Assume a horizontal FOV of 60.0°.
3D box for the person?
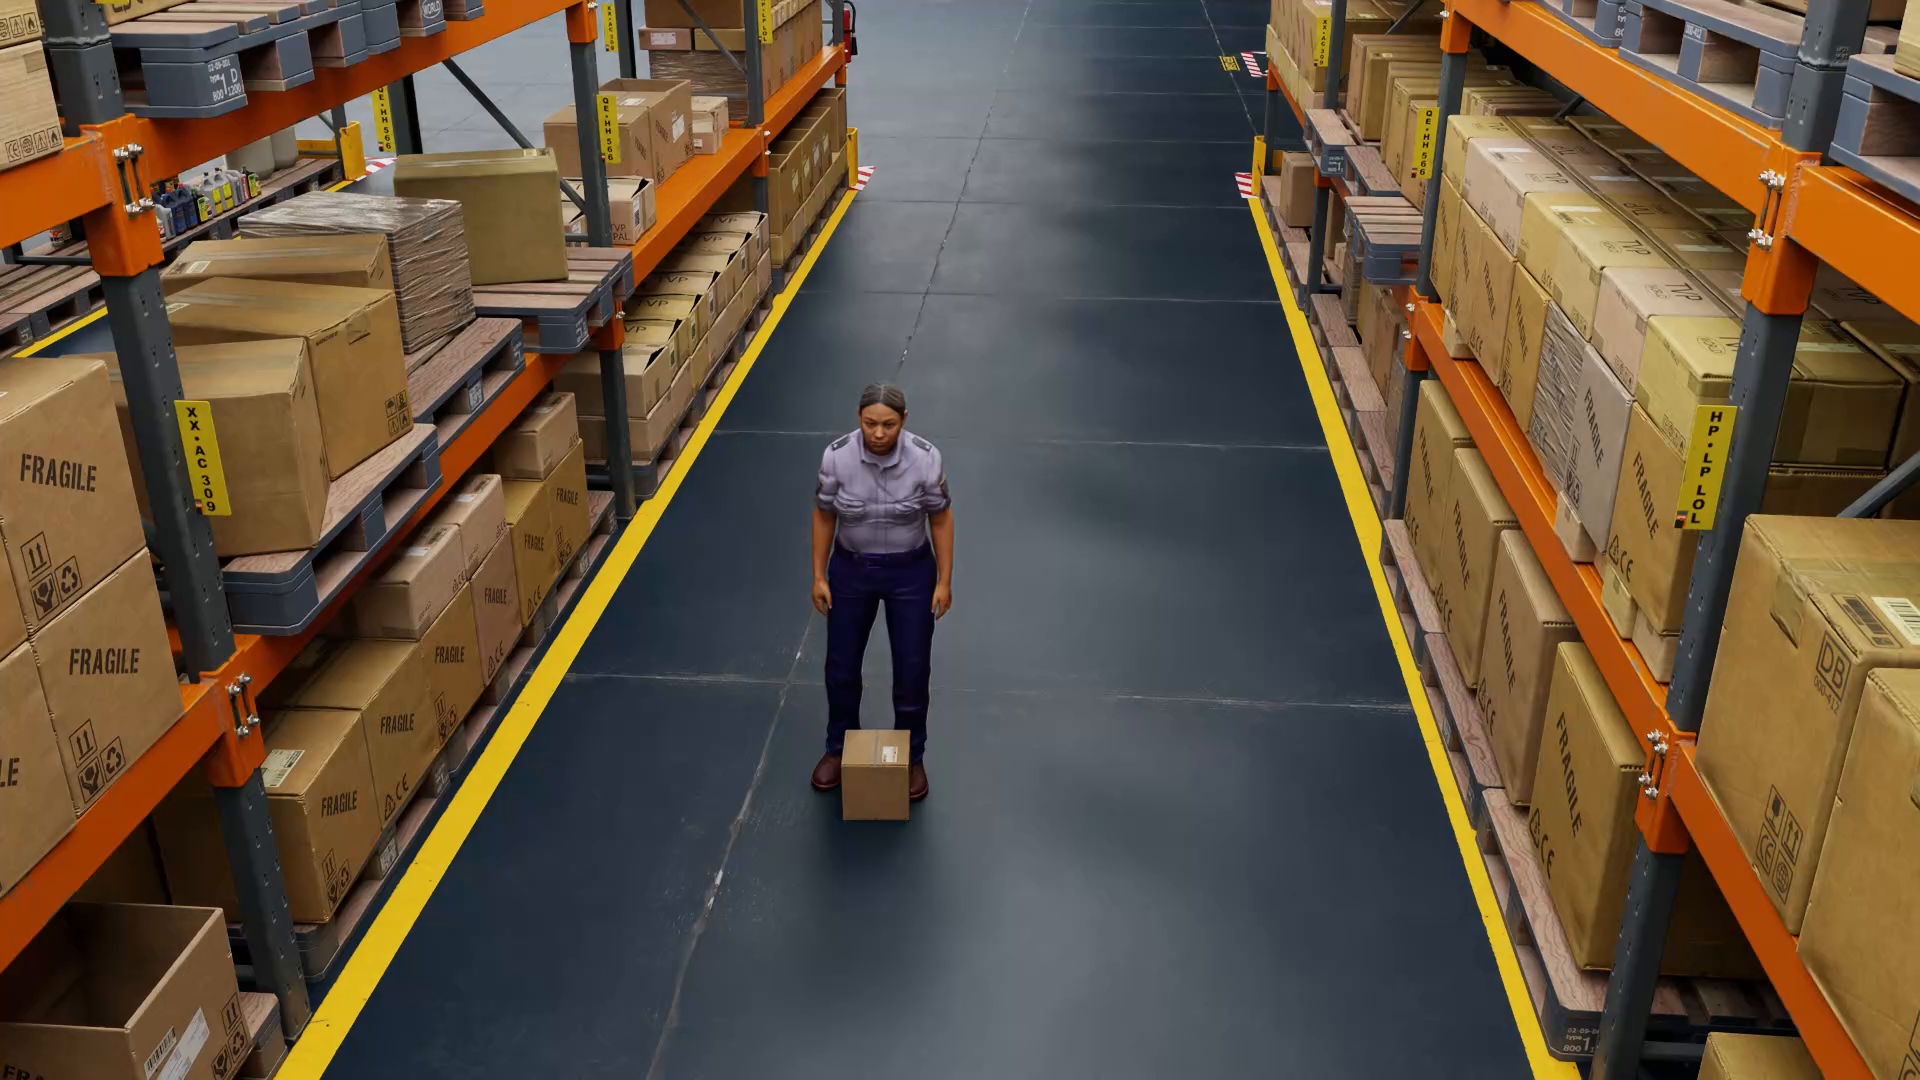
[{"bbox_3d":[-0.302,0.171,6.242,0.554,1.652,0.416,1,25,3],"label":"person"}]
